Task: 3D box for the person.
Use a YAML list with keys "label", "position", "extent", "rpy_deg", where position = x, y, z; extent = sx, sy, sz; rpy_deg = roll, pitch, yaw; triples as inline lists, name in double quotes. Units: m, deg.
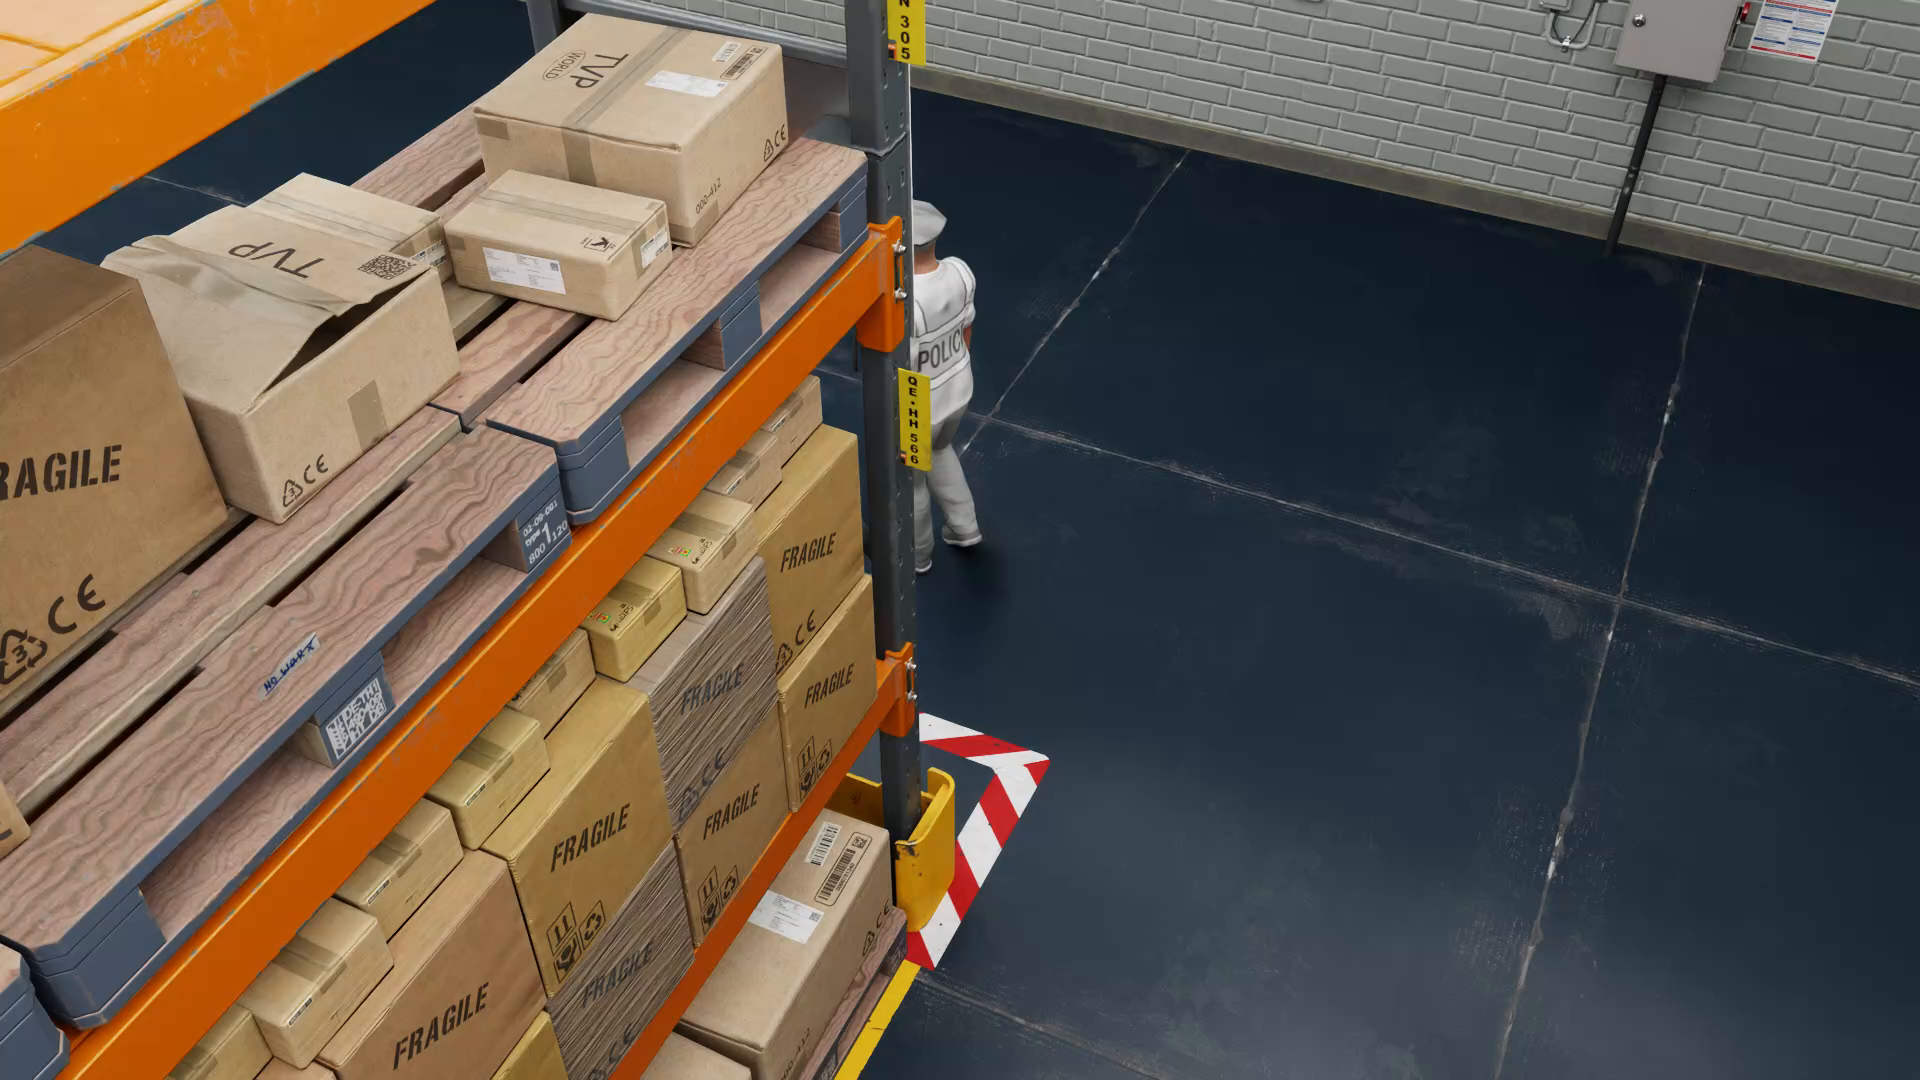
- label: "person"
  position: [-0.180, -0.565, 6.810]
  extent: [0.444, 1.809, 0.567]
  rpy_deg: [29, 49, 28]
